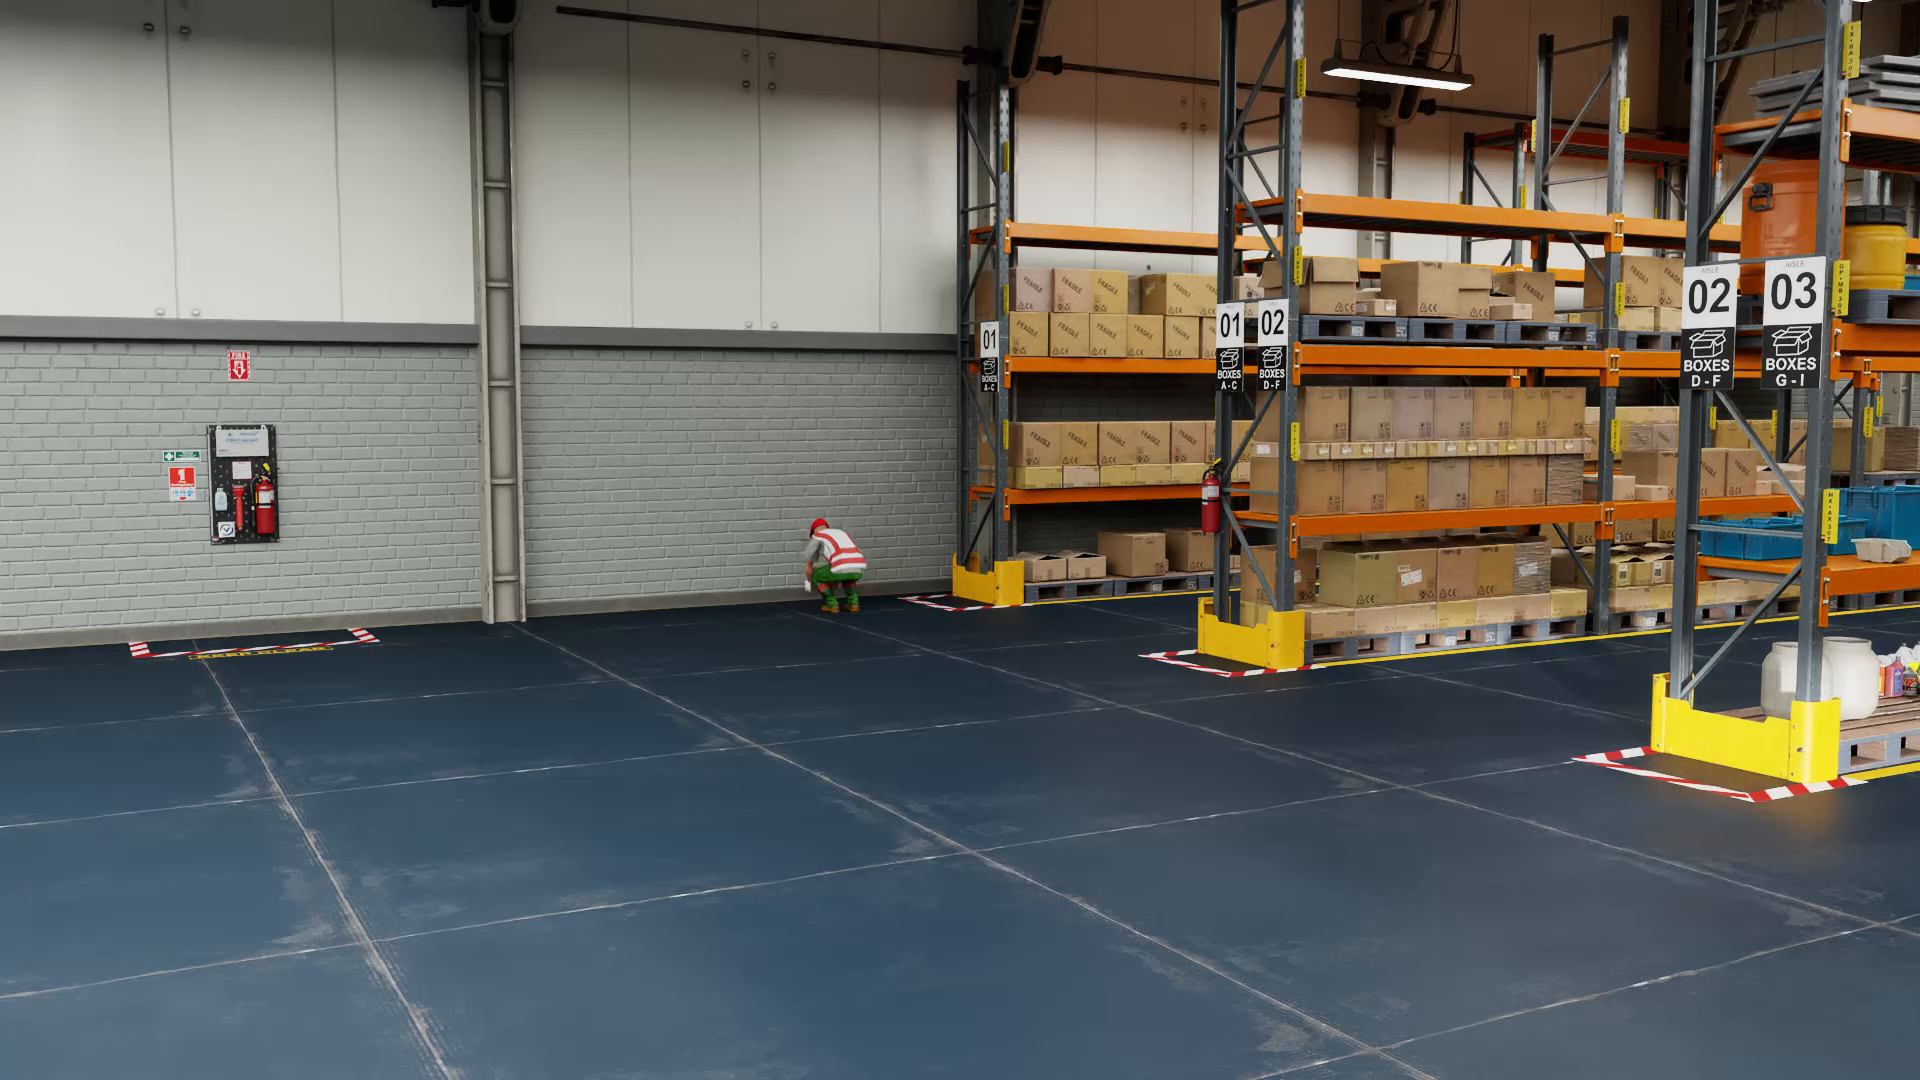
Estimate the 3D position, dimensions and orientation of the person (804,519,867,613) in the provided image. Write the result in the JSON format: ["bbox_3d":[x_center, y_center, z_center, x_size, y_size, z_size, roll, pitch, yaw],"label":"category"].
[{"bbox_3d":[-1.393,0.280,18.386,0.572,1.006,0.881,-3,6,-29],"label":"person"}]
